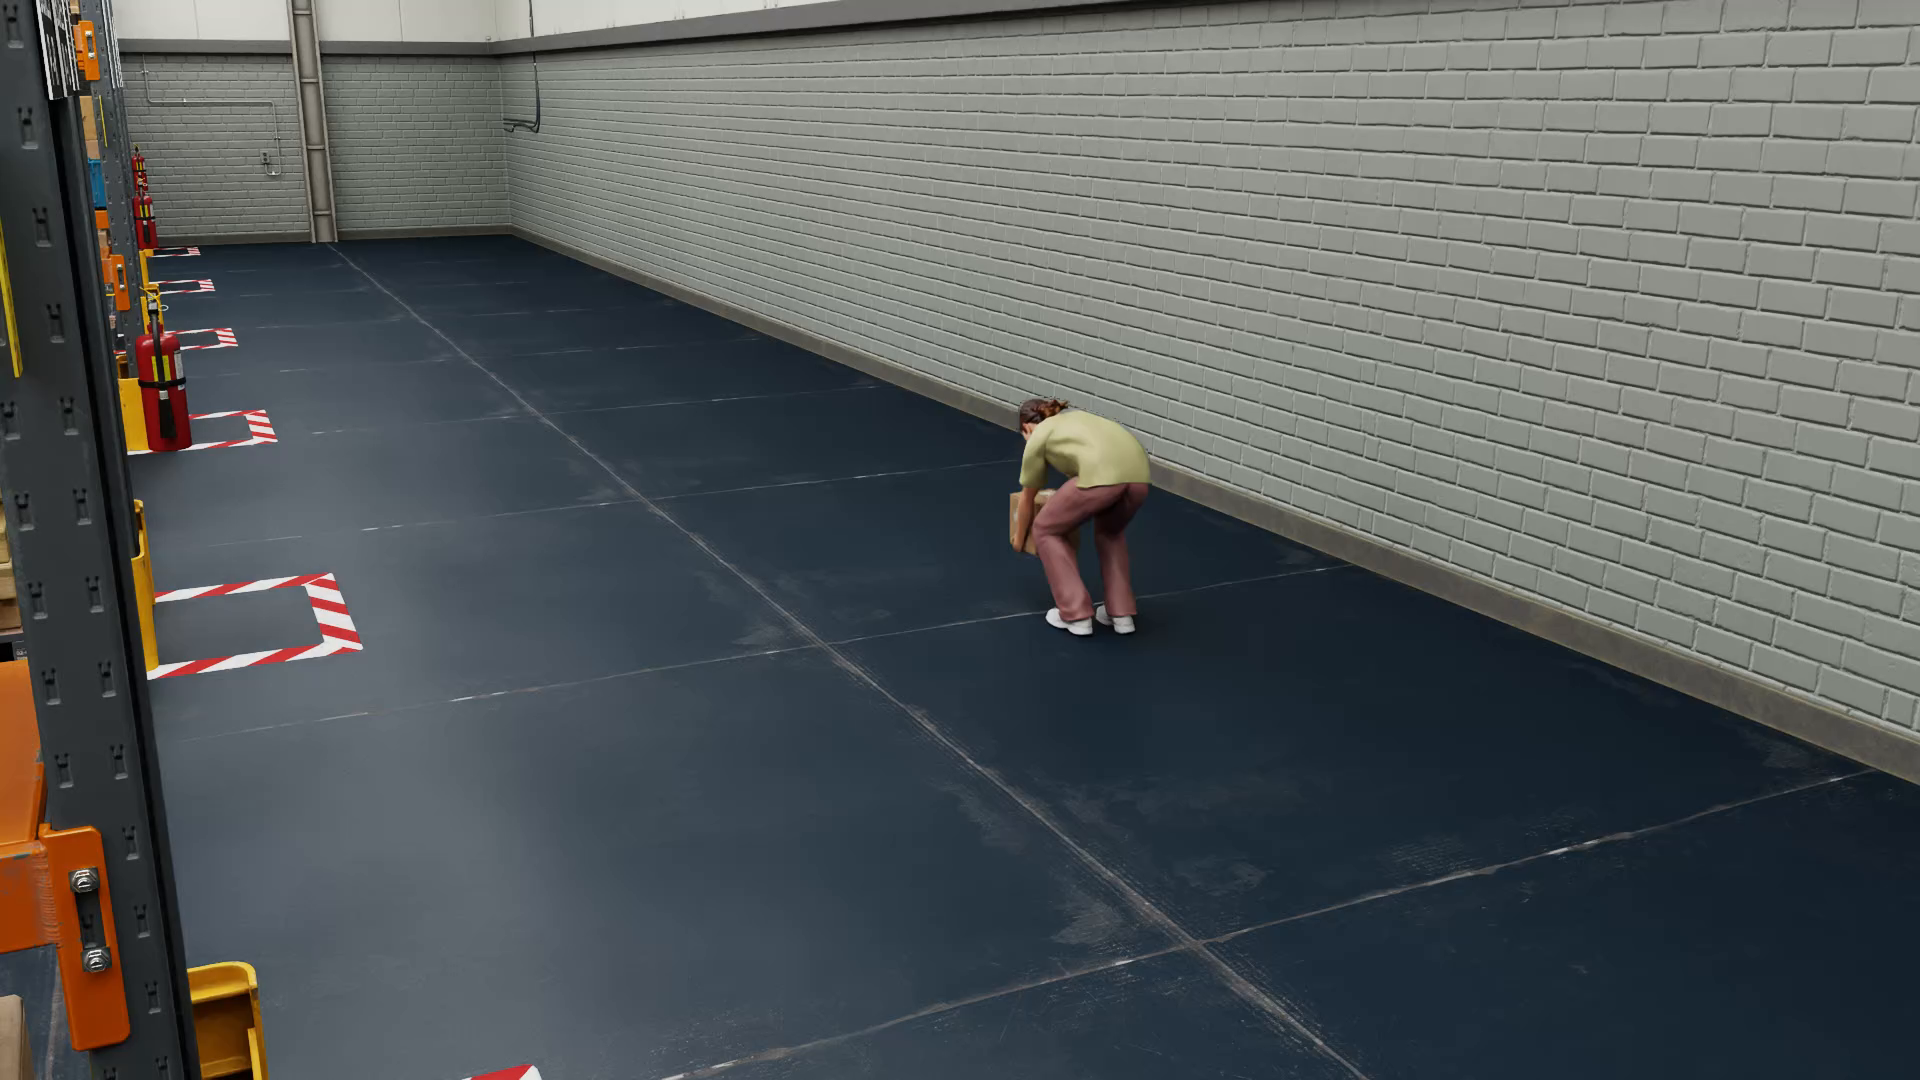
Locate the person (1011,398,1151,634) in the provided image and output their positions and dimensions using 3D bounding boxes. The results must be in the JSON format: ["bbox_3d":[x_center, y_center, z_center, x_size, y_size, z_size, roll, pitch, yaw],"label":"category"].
[{"bbox_3d":[0.538,-0.124,7.701,0.455,1.031,0.868,-8,17,-28],"label":"person"}]
